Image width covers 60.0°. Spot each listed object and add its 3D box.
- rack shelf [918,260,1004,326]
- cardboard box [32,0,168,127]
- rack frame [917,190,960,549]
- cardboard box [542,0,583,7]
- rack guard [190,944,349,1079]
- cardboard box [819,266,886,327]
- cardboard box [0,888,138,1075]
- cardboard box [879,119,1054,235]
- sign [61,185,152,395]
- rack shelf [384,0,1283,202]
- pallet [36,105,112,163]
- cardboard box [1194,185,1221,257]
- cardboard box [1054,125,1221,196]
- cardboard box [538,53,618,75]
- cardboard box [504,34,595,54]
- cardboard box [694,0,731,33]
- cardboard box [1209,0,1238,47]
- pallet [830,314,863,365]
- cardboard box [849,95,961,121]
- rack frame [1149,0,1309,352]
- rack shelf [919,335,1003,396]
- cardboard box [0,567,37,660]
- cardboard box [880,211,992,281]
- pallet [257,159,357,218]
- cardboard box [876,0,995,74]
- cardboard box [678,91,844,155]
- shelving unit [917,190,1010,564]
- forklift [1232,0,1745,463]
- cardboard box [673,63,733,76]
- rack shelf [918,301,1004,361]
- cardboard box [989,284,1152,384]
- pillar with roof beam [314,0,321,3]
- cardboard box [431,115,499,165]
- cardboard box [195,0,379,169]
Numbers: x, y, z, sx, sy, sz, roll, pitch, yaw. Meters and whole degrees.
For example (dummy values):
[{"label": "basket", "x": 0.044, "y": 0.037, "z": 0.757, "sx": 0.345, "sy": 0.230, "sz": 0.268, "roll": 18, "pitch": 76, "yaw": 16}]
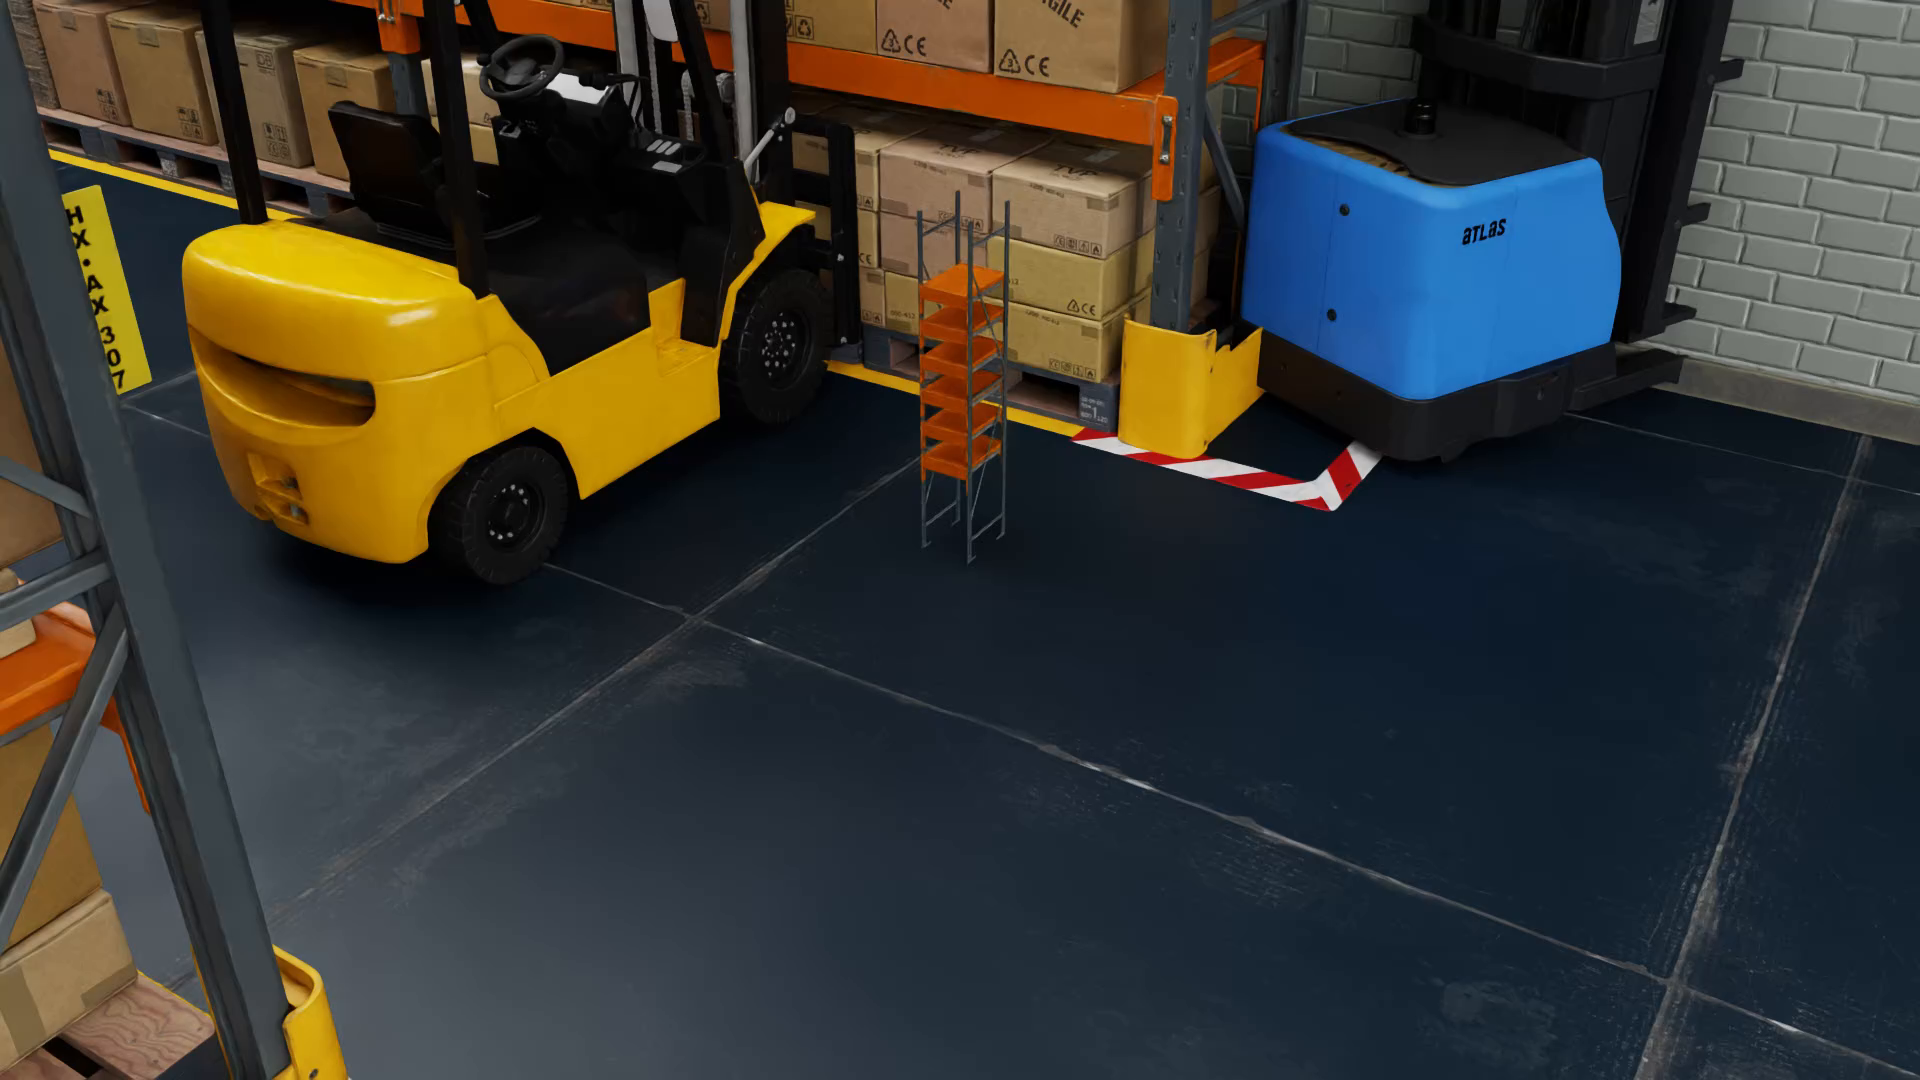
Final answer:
[{"label": "rack shelf", "x": 0.012, "y": -0.787, "z": 5.282, "sx": 0.180, "sy": 0.103, "sz": 0.258, "roll": 18, "pitch": 35, "yaw": 27}, {"label": "cardboard box", "x": -4.677, "y": -2.844, "z": 9.588, "sx": 0.625, "sy": 0.625, "sz": 0.875, "roll": 19, "pitch": 35, "yaw": 29}, {"label": "rack frame", "x": -0.065, "y": -0.539, "z": 5.483, "sx": 0.006, "sy": 1.200, "sz": 0.240, "roll": 18, "pitch": 35, "yaw": 27}, {"label": "cardboard box", "x": -1.681, "y": -2.642, "z": 7.202, "sx": 0.500, "sy": 0.500, "sz": 0.500, "roll": 18, "pitch": 35, "yaw": 28}, {"label": "rack guard", "x": -1.680, "y": 1.289, "z": 3.044, "sx": 0.348, "sy": 0.500, "sz": 1.175, "roll": 18, "pitch": 35, "yaw": 27}, {"label": "cardboard box", "x": -0.381, "y": -1.149, "z": 7.056, "sx": 0.500, "sy": 0.250, "sz": 0.500, "roll": 18, "pitch": 35, "yaw": 28}, {"label": "cardboard box", "x": -2.152, "y": 0.902, "z": 3.539, "sx": 0.500, "sy": 0.250, "sz": 0.500, "roll": 17, "pitch": 34, "yaw": 27}, {"label": "cardboard box", "x": 0.028, "y": -1.440, "z": 6.561, "sx": 0.500, "sy": 0.250, "sz": 0.500, "roll": 18, "pitch": 35, "yaw": 28}, {"label": "sign", "x": -1.328, "y": -0.376, "z": 2.558, "sx": 0.005, "sy": 0.325, "sz": 0.100, "roll": 18, "pitch": 35, "yaw": 27}, {"label": "rack shelf", "x": -0.674, "y": -2.115, "z": 7.112, "sx": 4.000, "sy": 0.370, "sz": 1.077, "roll": 18, "pitch": 35, "yaw": 27}, {"label": "pallet", "x": -5.080, "y": -2.591, "z": 9.982, "sx": 1.213, "sy": 0.211, "sz": 1.003, "roll": 18, "pitch": 35, "yaw": 27}, {"label": "cardboard box", "x": 0.732, "y": -1.314, "z": 6.841, "sx": 0.500, "sy": 0.250, "sz": 0.500, "roll": 18, "pitch": 35, "yaw": 28}, {"label": "cardboard box", "x": 0.713, "y": -1.525, "z": 6.707, "sx": 0.500, "sy": 0.250, "sz": 0.500, "roll": 17, "pitch": 34, "yaw": 27}, {"label": "cardboard box", "x": -1.698, "y": -1.982, "z": 7.490, "sx": 0.500, "sy": 0.250, "sz": 0.500, "roll": 18, "pitch": 35, "yaw": 27}, {"label": "cardboard box", "x": -1.849, "y": -2.337, "z": 8.100, "sx": 0.500, "sy": 0.250, "sz": 0.500, "roll": 18, "pitch": 35, "yaw": 28}, {"label": "cardboard box", "x": -0.837, "y": -2.363, "z": 6.724, "sx": 0.500, "sy": 0.500, "sz": 0.500, "roll": 18, "pitch": 35, "yaw": 28}, {"label": "cardboard box", "x": 0.748, "y": -2.184, "z": 6.418, "sx": 0.500, "sy": 0.500, "sz": 0.500, "roll": 19, "pitch": 35, "yaw": 29}, {"label": "pallet", "x": -0.679, "y": -1.199, "z": 7.596, "sx": 1.213, "sy": 0.211, "sz": 1.003, "roll": 18, "pitch": 35, "yaw": 27}, {"label": "cardboard box", "x": -0.130, "y": -1.796, "z": 7.171, "sx": 0.500, "sy": 0.250, "sz": 0.500, "roll": 17, "pitch": 34, "yaw": 27}, {"label": "rack frame", "x": 1.020, "y": -1.890, "z": 6.012, "sx": 0.127, "sy": 3.000, "sz": 1.000, "roll": 18, "pitch": 35, "yaw": 27}, {"label": "rack shelf", "x": 0.012, "y": -0.580, "z": 5.403, "sx": 0.180, "sy": 0.103, "sz": 0.258, "roll": 18, "pitch": 35, "yaw": 27}, {"label": "cardboard box", "x": -1.794, "y": 0.159, "z": 2.750, "sx": 0.250, "sy": 0.149, "sz": 0.380, "roll": 18, "pitch": 35, "yaw": 28}, {"label": "cardboard box", "x": 0.022, "y": -1.235, "z": 6.706, "sx": 0.500, "sy": 0.250, "sz": 0.500, "roll": 17, "pitch": 34, "yaw": 27}, {"label": "pallet", "x": -3.013, "y": -1.937, "z": 8.861, "sx": 1.213, "sy": 0.211, "sz": 1.003, "roll": 18, "pitch": 35, "yaw": 27}, {"label": "cardboard box", "x": 0.029, "y": -2.095, "z": 6.266, "sx": 0.500, "sy": 0.500, "sz": 0.500, "roll": 19, "pitch": 35, "yaw": 29}, {"label": "cardboard box", "x": -0.830, "y": -1.710, "z": 7.023, "sx": 0.500, "sy": 0.250, "sz": 0.500, "roll": 17, "pitch": 34, "yaw": 26}, {"label": "shelving unit", "x": 0.012, "y": -0.514, "z": 5.441, "sx": 0.189, "sy": 1.200, "sz": 0.258, "roll": 18, "pitch": 35, "yaw": 27}, {"label": "forklift", "x": 2.628, "y": -2.103, "z": 6.446, "sx": 3.031, "sy": 2.935, "sz": 1.130, "roll": -18, "pitch": 35, "yaw": -27}, {"label": "cardboard box", "x": -0.990, "y": -2.067, "z": 7.636, "sx": 0.500, "sy": 0.250, "sz": 0.500, "roll": 18, "pitch": 35, "yaw": 28}, {"label": "rack shelf", "x": 0.012, "y": -0.683, "z": 5.342, "sx": 0.180, "sy": 0.103, "sz": 0.258, "roll": 18, "pitch": 35, "yaw": 27}, {"label": "cardboard box", "x": 0.454, "y": -0.874, "z": 6.584, "sx": 0.500, "sy": 0.250, "sz": 0.500, "roll": 18, "pitch": 35, "yaw": 28}, {"label": "pillar with roof beam", "x": -6.461, "y": -4.822, "z": 5.085, "sx": 0.400, "sy": 9.000, "sz": 9.100, "roll": 18, "pitch": 35, "yaw": 27}, {"label": "cardboard box", "x": -2.123, "y": -1.909, "z": 7.862, "sx": 0.500, "sy": 0.250, "sz": 0.500, "roll": 17, "pitch": 34, "yaw": 27}, {"label": "cardboard box", "x": -3.469, "y": -2.463, "z": 8.935, "sx": 0.625, "sy": 0.625, "sz": 0.875, "roll": 17, "pitch": 34, "yaw": 27}]
